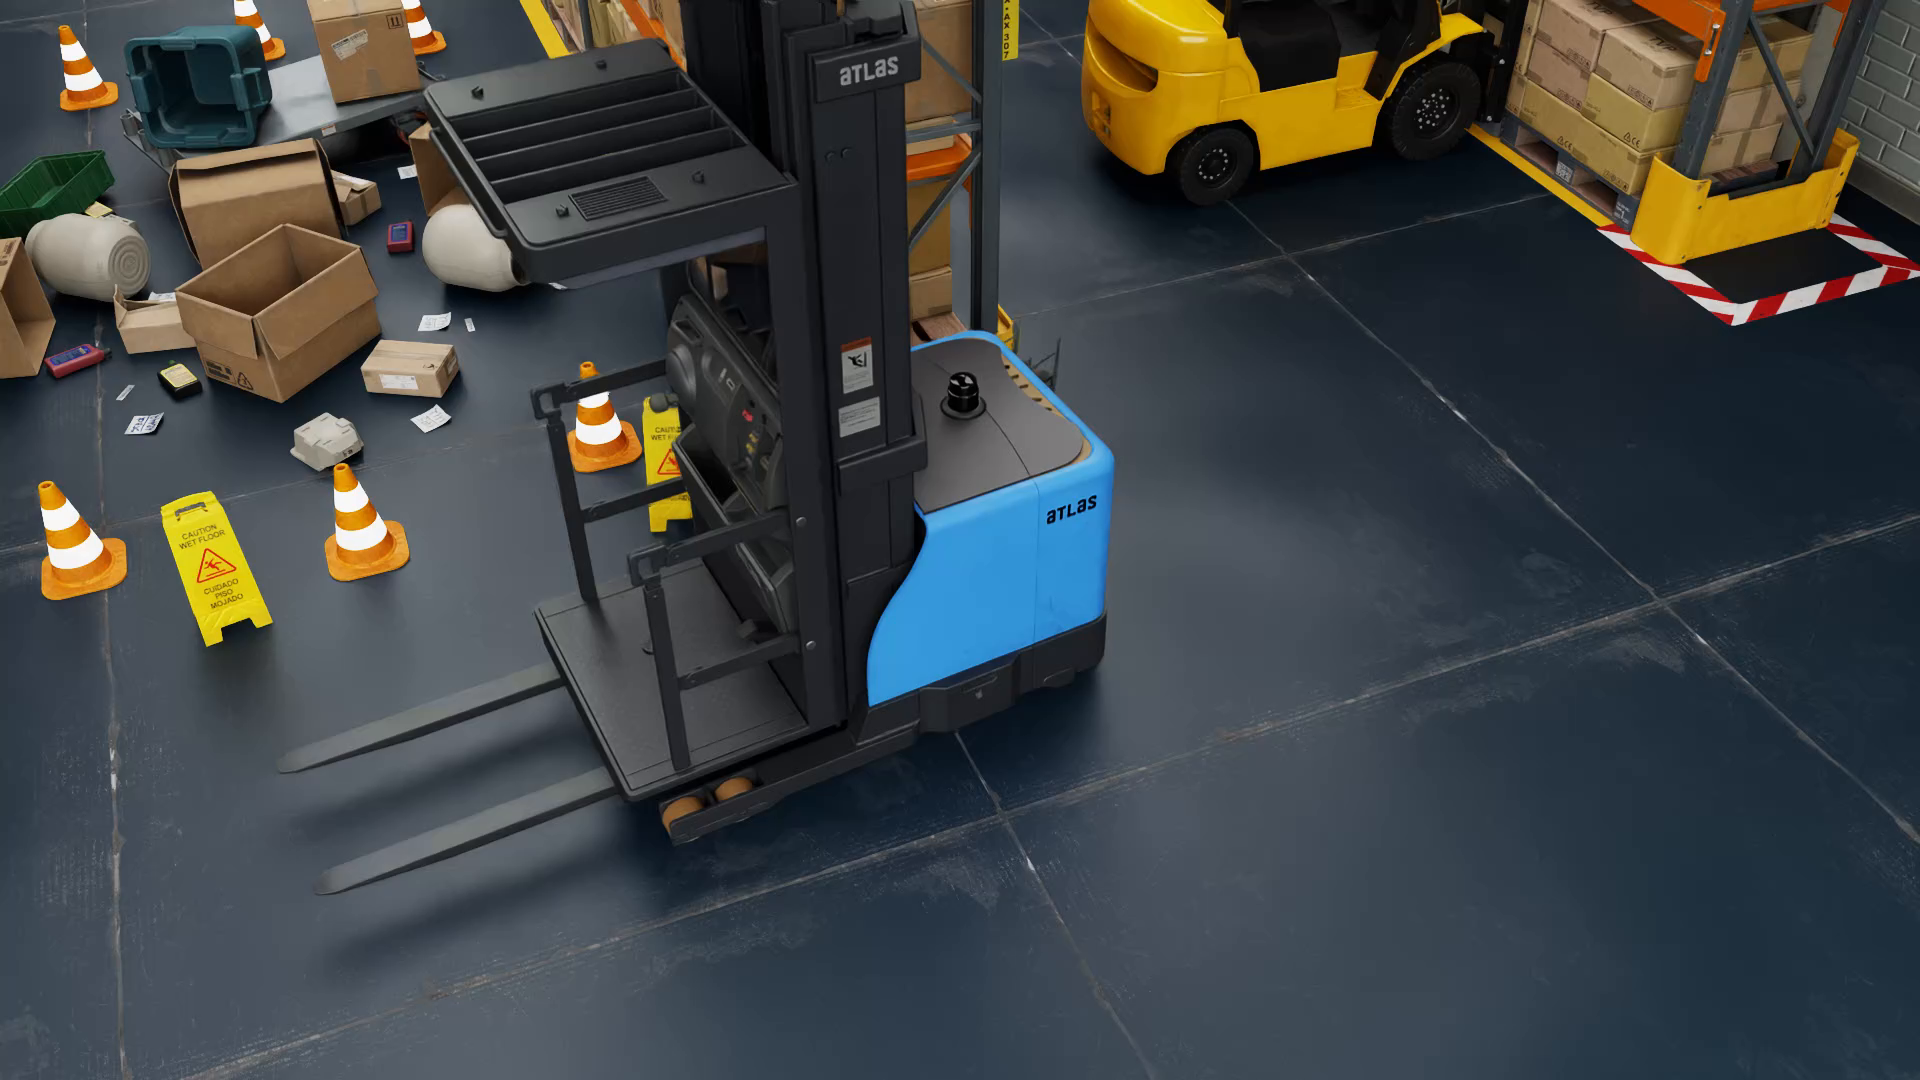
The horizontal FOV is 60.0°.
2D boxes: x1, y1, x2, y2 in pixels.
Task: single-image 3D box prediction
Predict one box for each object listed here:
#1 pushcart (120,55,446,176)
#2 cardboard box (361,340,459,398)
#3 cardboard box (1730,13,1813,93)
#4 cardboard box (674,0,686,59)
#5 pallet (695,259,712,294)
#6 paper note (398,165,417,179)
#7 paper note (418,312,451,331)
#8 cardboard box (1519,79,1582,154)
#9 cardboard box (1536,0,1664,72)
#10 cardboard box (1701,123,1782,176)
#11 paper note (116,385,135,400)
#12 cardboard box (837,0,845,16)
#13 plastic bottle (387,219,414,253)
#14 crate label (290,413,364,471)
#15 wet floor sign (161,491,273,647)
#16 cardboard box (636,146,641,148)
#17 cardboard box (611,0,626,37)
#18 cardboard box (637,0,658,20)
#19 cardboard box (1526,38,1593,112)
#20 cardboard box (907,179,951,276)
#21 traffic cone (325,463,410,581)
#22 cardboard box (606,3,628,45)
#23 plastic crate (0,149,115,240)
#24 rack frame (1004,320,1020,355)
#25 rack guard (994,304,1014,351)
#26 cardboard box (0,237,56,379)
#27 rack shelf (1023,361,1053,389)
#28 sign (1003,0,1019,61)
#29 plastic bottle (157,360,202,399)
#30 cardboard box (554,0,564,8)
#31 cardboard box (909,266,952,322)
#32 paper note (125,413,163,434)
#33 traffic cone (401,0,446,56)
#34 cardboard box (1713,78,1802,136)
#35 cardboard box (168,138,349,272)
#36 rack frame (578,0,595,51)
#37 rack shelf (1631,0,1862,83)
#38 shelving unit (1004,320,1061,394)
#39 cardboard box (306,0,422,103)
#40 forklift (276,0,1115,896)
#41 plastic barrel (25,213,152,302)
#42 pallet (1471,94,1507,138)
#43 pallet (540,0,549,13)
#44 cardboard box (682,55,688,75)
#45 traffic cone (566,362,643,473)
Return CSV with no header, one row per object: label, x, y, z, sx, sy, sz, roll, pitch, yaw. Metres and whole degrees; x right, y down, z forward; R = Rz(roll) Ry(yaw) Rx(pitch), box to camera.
pushcart,-3.929,-2.448,9.808,1.648,0.377,0.936,-31,49,-31
cardboard box,-2.678,-0.836,8.109,0.380,0.149,0.250,5,41,6
cardboard box,4.265,-2.705,9.115,0.500,0.250,0.500,-16,43,-18
cardboard box,-0.960,-2.344,7.370,0.500,0.500,0.500,-15,43,-17
pallet,-1.081,-1.853,9.242,1.003,0.211,1.213,-15,43,-17
paper note,-3.215,-2.171,9.751,0.148,0.019,0.142,-15,43,-17
paper note,-2.698,-1.124,8.542,0.148,0.019,0.142,-2,41,-2
cardboard box,3.621,-2.495,9.638,0.500,0.250,0.500,-15,43,-17
cardboard box,3.609,-2.874,9.312,0.500,0.250,0.500,-14,43,-16
cardboard box,4.267,-2.334,9.450,0.500,0.250,0.500,-15,43,-17
paper note,-4.053,-0.716,8.075,0.032,0.001,0.123,5,41,6
cardboard box,-0.708,-2.415,6.686,0.700,0.500,0.500,-16,43,-18
plastic bottle,-3.080,-1.682,9.159,0.133,0.061,0.283,-8,41,-9
crate label,-2.921,-0.460,7.680,0.298,0.136,0.250,27,47,27
wet floor sign,-3.005,0.080,6.662,0.267,0.644,0.232,-23,46,-24
cardboard box,-1.650,-2.417,9.547,0.500,0.250,0.500,-13,42,-14
cardboard box,-1.674,-2.866,8.997,0.380,0.149,0.250,-14,43,-15
cardboard box,-1.414,-2.759,8.350,0.380,0.149,0.250,-15,43,-17
cardboard box,3.617,-2.699,9.491,0.500,0.250,0.500,-16,43,-17
cardboard box,-0.374,-1.602,8.024,0.500,0.500,0.500,-16,43,-18
traffic cone,-2.563,-0.126,7.041,0.336,0.463,0.334,-15,43,-17
cardboard box,-1.649,-2.700,9.301,0.500,0.500,0.500,-13,42,-15
plastic crate,-5.099,-1.924,9.299,0.450,0.188,0.662,-3,40,12
rack frame,0.149,-0.498,7.118,0.006,0.900,0.240,25,40,26
rack guard,-0.340,-0.730,7.716,1.175,0.500,0.348,-15,43,-17
cardboard box,-4.834,-1.120,8.167,0.500,0.500,0.500,-8,41,-9
rack shelf,0.248,-0.651,6.936,0.200,0.077,0.258,25,40,26
sign,0.190,-2.096,6.723,0.100,0.325,0.005,-15,43,-17
plastic bottle,-3.827,-0.791,8.124,0.133,0.061,0.283,-31,49,-31
cardboard box,-2.322,-3.952,11.239,0.950,0.372,0.625,-13,42,-14
cardboard box,-0.364,-1.304,8.252,0.500,0.250,0.500,-15,43,-17
paper note,-3.861,-0.553,7.871,0.144,0.017,0.142,-2,41,-2
traffic cone,-3.609,-3.478,10.939,0.336,0.463,0.334,-15,43,-17
cardboard box,4.286,-2.514,9.276,0.500,0.250,0.500,-14,43,-16
cardboard box,-3.687,-1.725,8.766,0.797,0.637,0.503,-15,43,-17
rack frame,-1.841,-4.042,9.649,1.000,3.000,0.127,-15,43,-17
rack shelf,3.509,-3.805,9.926,1.077,0.370,4.000,-15,43,-17
shelving unit,0.232,-0.459,7.073,0.210,0.900,0.258,25,40,26
cardboard box,-3.474,-2.919,9.680,0.500,0.500,0.500,-15,43,-17
forklift,-0.970,-0.420,5.490,3.031,2.935,1.130,-19,44,-21
plastic barrel,-4.525,-1.468,8.633,0.512,0.421,0.421,12,42,13
pallet,3.480,-2.999,10.576,1.003,0.211,1.213,-15,43,-17
pallet,-2.611,-4.189,11.960,1.003,0.211,1.213,-15,43,-17
cardboard box,-1.056,-2.141,7.632,0.380,0.149,0.250,-14,43,-16
traffic cone,-1.667,-0.607,7.601,0.336,0.463,0.334,-15,43,-17
